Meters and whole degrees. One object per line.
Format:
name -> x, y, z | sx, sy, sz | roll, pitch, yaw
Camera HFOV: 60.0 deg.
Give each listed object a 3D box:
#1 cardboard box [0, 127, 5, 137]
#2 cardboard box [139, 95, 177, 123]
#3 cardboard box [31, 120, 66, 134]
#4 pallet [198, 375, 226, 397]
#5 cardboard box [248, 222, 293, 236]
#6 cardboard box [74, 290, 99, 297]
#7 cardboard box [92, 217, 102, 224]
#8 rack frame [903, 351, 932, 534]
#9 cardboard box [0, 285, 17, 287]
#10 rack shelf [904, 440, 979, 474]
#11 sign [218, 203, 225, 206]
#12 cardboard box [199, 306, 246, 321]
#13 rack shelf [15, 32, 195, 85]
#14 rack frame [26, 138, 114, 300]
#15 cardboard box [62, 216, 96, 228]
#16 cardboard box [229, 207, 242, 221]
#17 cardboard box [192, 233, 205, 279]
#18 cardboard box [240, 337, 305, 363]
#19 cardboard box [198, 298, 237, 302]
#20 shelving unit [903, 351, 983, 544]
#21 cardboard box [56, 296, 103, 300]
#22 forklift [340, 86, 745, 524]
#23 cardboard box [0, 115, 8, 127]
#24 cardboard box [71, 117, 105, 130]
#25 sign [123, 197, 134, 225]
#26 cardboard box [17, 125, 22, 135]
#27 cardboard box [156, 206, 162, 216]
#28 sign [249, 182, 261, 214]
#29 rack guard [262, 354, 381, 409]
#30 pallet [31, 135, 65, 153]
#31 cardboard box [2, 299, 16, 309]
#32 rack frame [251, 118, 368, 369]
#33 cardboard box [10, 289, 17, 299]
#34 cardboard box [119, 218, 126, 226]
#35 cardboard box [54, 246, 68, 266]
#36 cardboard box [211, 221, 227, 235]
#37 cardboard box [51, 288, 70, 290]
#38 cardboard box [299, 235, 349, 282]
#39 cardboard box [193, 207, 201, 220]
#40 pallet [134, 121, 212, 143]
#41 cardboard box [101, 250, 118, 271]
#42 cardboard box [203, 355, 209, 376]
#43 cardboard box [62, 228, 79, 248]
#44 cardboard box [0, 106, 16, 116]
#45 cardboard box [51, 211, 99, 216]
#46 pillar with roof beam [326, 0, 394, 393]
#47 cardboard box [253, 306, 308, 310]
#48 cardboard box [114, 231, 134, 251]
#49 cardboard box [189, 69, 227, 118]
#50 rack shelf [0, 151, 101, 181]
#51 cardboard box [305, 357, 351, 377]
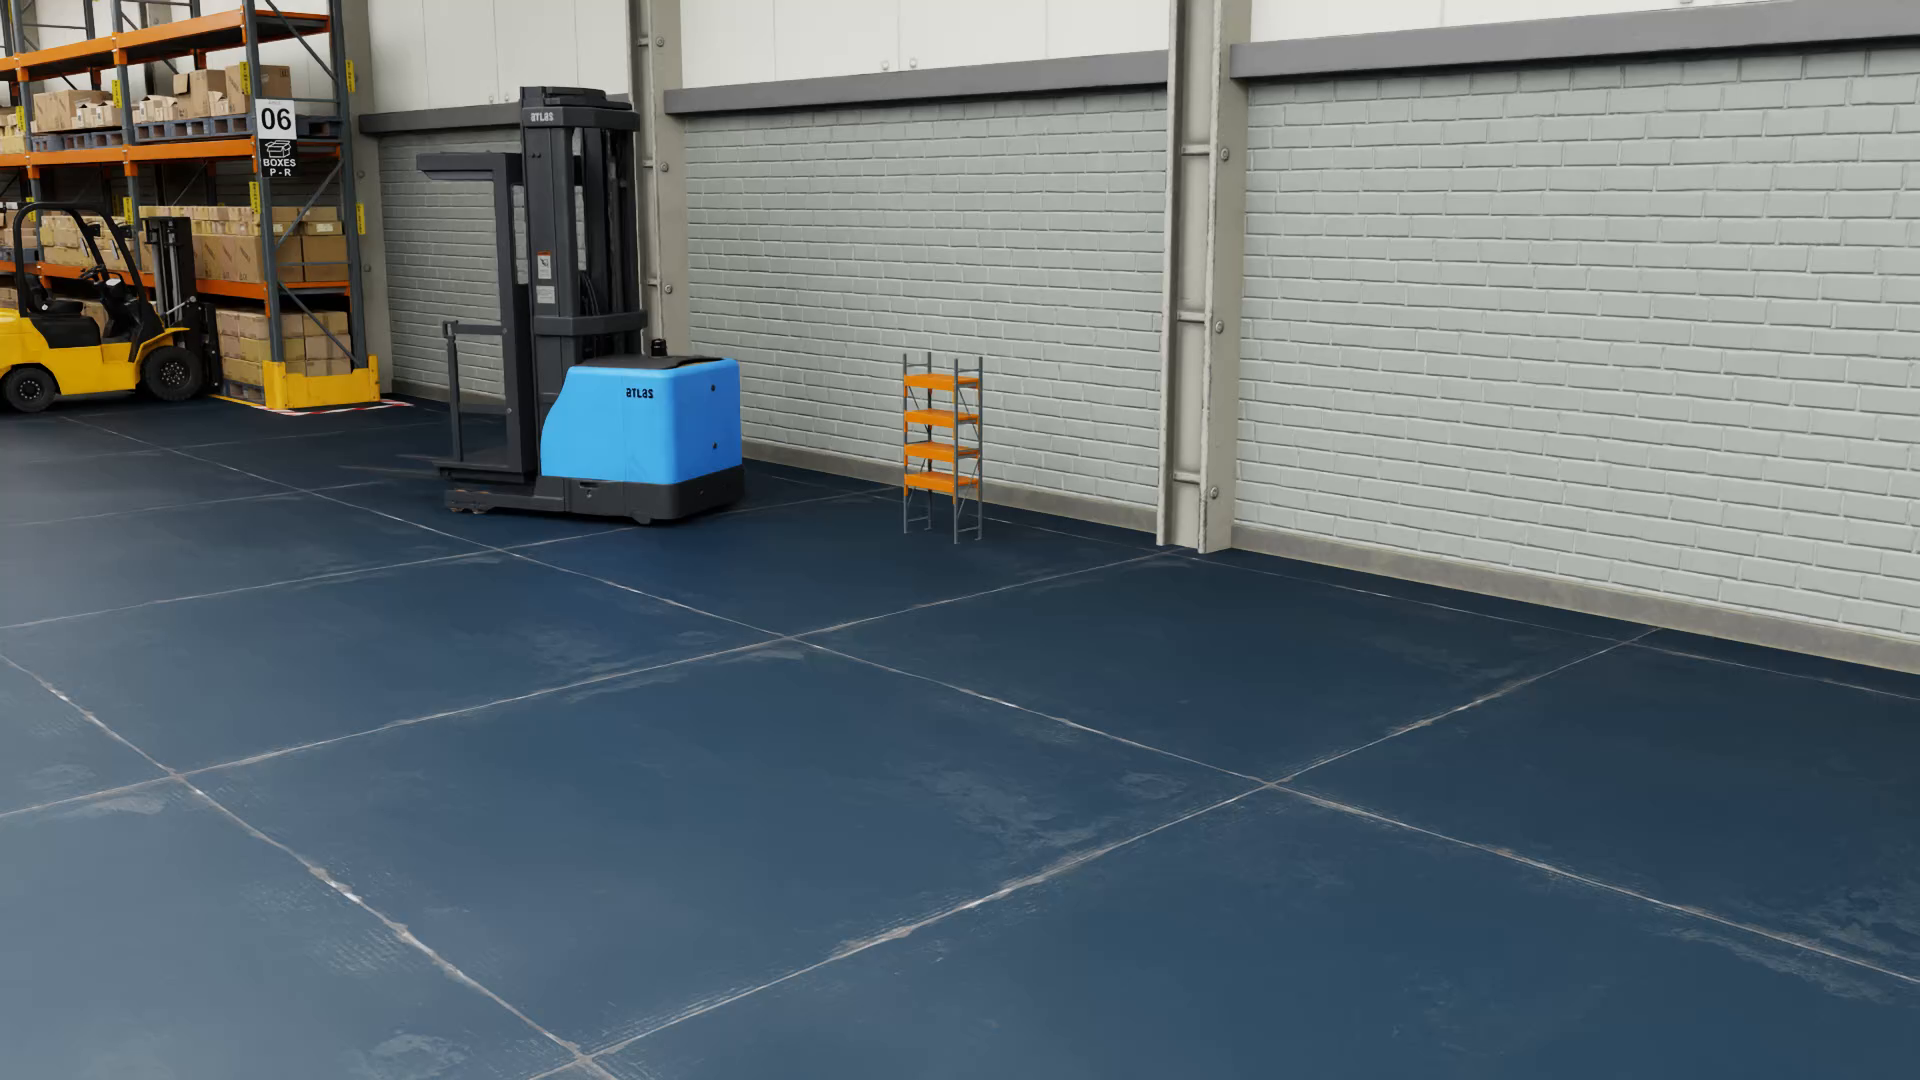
cardboard box -> -13.756, -5.925, 24.188 | 0.380, 0.149, 0.250 | -10, 15, -41
cardboard box -> -9.306, -5.066, 19.565 | 0.500, 0.311, 0.500 | -10, 16, -41
cardboard box -> -12.446, -5.641, 22.714 | 0.380, 0.166, 0.250 | -11, 16, -43
pallet -> -8.339, -1.875, 19.490 | 1.003, 0.211, 1.213 | -11, 16, -43
cardboard box -> -7.384, -3.335, 17.812 | 0.380, 0.149, 0.250 | -11, 16, -42
cardboard box -> -12.766, -3.586, 24.429 | 0.380, 0.149, 0.250 | -10, 15, -41
cardboard box -> -11.005, -4.109, 21.566 | 0.380, 0.149, 0.250 | -11, 16, -42
rack frame -> -0.283, -0.647, 11.080 | 0.240, 1.200, 0.015 | -11, 16, -43
cardboard box -> -14.741, -3.853, 25.724 | 0.250, 0.149, 0.380 | 11, 16, 42
rack shelf -> -0.114, -0.546, 10.921 | 0.258, 0.148, 0.480 | -11, 16, -43
sign -> -9.304, -4.081, 20.946 | 0.100, 0.325, 0.005 | -11, 16, -43
cardboard box -> -8.543, -2.551, 19.153 | 0.500, 0.250, 0.500 | -11, 16, -44
rack shelf -> -11.086, -6.223, 21.589 | 1.077, 0.370, 4.000 | -11, 16, -43
rack frame -> -12.467, -4.125, 23.498 | 1.000, 3.000, 0.127 | -11, 16, -43
cardboard box -> -11.889, -4.295, 22.468 | 0.380, 0.149, 0.250 | -11, 16, -42
cardboard box -> -7.735, -3.559, 18.158 | 0.380, 0.149, 0.250 | -10, 16, -41
cardboard box -> -8.533, -3.265, 19.077 | 0.500, 0.500, 0.500 | -11, 16, -42
cardboard box -> -7.504, -2.088, 18.149 | 0.500, 0.250, 0.500 | -11, 16, -43
cardboard box -> -9.225, -2.845, 20.581 | 0.500, 0.250, 0.500 | -10, 16, -41
shelving unit -> -0.114, -0.612, 10.908 | 0.258, 1.200, 0.503 | -11, 16, -43
cardboard box -> -12.046, -3.074, 23.244 | 0.875, 0.625, 0.625 | -10, 15, -41
forklift -> -3.129, -1.711, 11.952 | 3.031, 2.935, 1.130 | 5, 13, 22
cardboard box -> -13.638, -6.023, 23.926 | 0.380, 0.149, 0.250 | -11, 16, -44
cardboard box -> -11.216, -5.372, 21.455 | 0.380, 0.149, 0.250 | -11, 16, -43
sign -> -10.090, -3.992, 20.182 | 0.100, 0.325, 0.005 | -11, 16, -43
cardboard box -> -13.051, -5.774, 23.456 | 0.250, 0.149, 0.380 | 11, 16, 44
cardboard box -> -9.440, -3.942, 20.020 | 0.380, 0.149, 0.250 | -11, 16, -42
sign -> -7.344, -3.567, 17.333 | 0.100, 0.325, 0.005 | -11, 16, -43
rack guard -> -6.926, -1.729, 18.067 | 1.175, 0.500, 0.348 | -11, 16, -43
pallet -> -11.934, -5.415, 22.794 | 1.213, 0.211, 1.003 | -10, 15, -40
cardboard box -> -13.988, -3.362, 24.948 | 0.500, 0.500, 0.500 | 11, 16, 43
rack frame -> -6.942, -2.957, 17.831 | 1.000, 3.000, 0.127 | -11, 16, -43
cardboard box -> -14.019, -3.701, 24.988 | 0.380, 0.149, 0.250 | -11, 16, -42
cardboard box -> -10.292, -3.962, 20.852 | 0.380, 0.149, 0.250 | -11, 16, -43
cardboard box -> -11.993, -3.878, 22.674 | 0.500, 0.250, 0.500 | -11, 16, -44
cardboard box -> -8.099, -3.485, 18.539 | 0.250, 0.149, 0.380 | 11, 16, 43
cardboard box -> -13.533, -3.725, 25.103 | 0.380, 0.149, 0.250 | -11, 16, -42
cardboard box -> -7.083, -3.117, 18.360 | 0.500, 0.500, 0.500 | -10, 15, -41
cardboard box -> -8.567, -3.755, 19.109 | 0.380, 0.149, 0.250 | -11, 16, -42
pallet -> -9.097, -4.846, 19.784 | 1.003, 0.211, 1.213 | -11, 16, -43
cardboard box -> -10.593, -3.577, 21.212 | 0.500, 0.250, 0.500 | -11, 16, -43
cardboard box -> -8.546, -2.062, 19.257 | 0.500, 0.250, 0.500 | -10, 15, -41
cardboard box -> -11.644, -4.045, 22.245 | 0.500, 0.250, 0.500 | 11, 16, 44
cardboard box -> -14.762, -6.589, 25.595 | 0.396, 0.266, 0.258 | -11, 16, -43
cardboard box -> -12.709, -4.476, 23.916 | 0.500, 0.500, 0.500 | -10, 15, -40
pillar with roof beam -> -9.885, -5.523, 15.417 | 9.100, 9.000, 0.400 | -11, 16, -43
cardboard box -> -7.823, -2.549, 19.147 | 0.500, 0.250, 0.500 | -11, 16, -43
cardboard box -> -10.229, -3.748, 20.804 | 0.500, 0.250, 0.500 | -11, 16, -44
cardboard box -> -8.059, -4.924, 18.408 | 0.700, 0.500, 0.500 | -11, 16, -42
rack shelf -> -13.848, -5.533, 24.685 | 1.077, 0.370, 4.000 | -11, 16, -43
cardboard box -> -7.140, -1.915, 18.547 | 0.500, 0.250, 0.500 | -11, 16, -42
